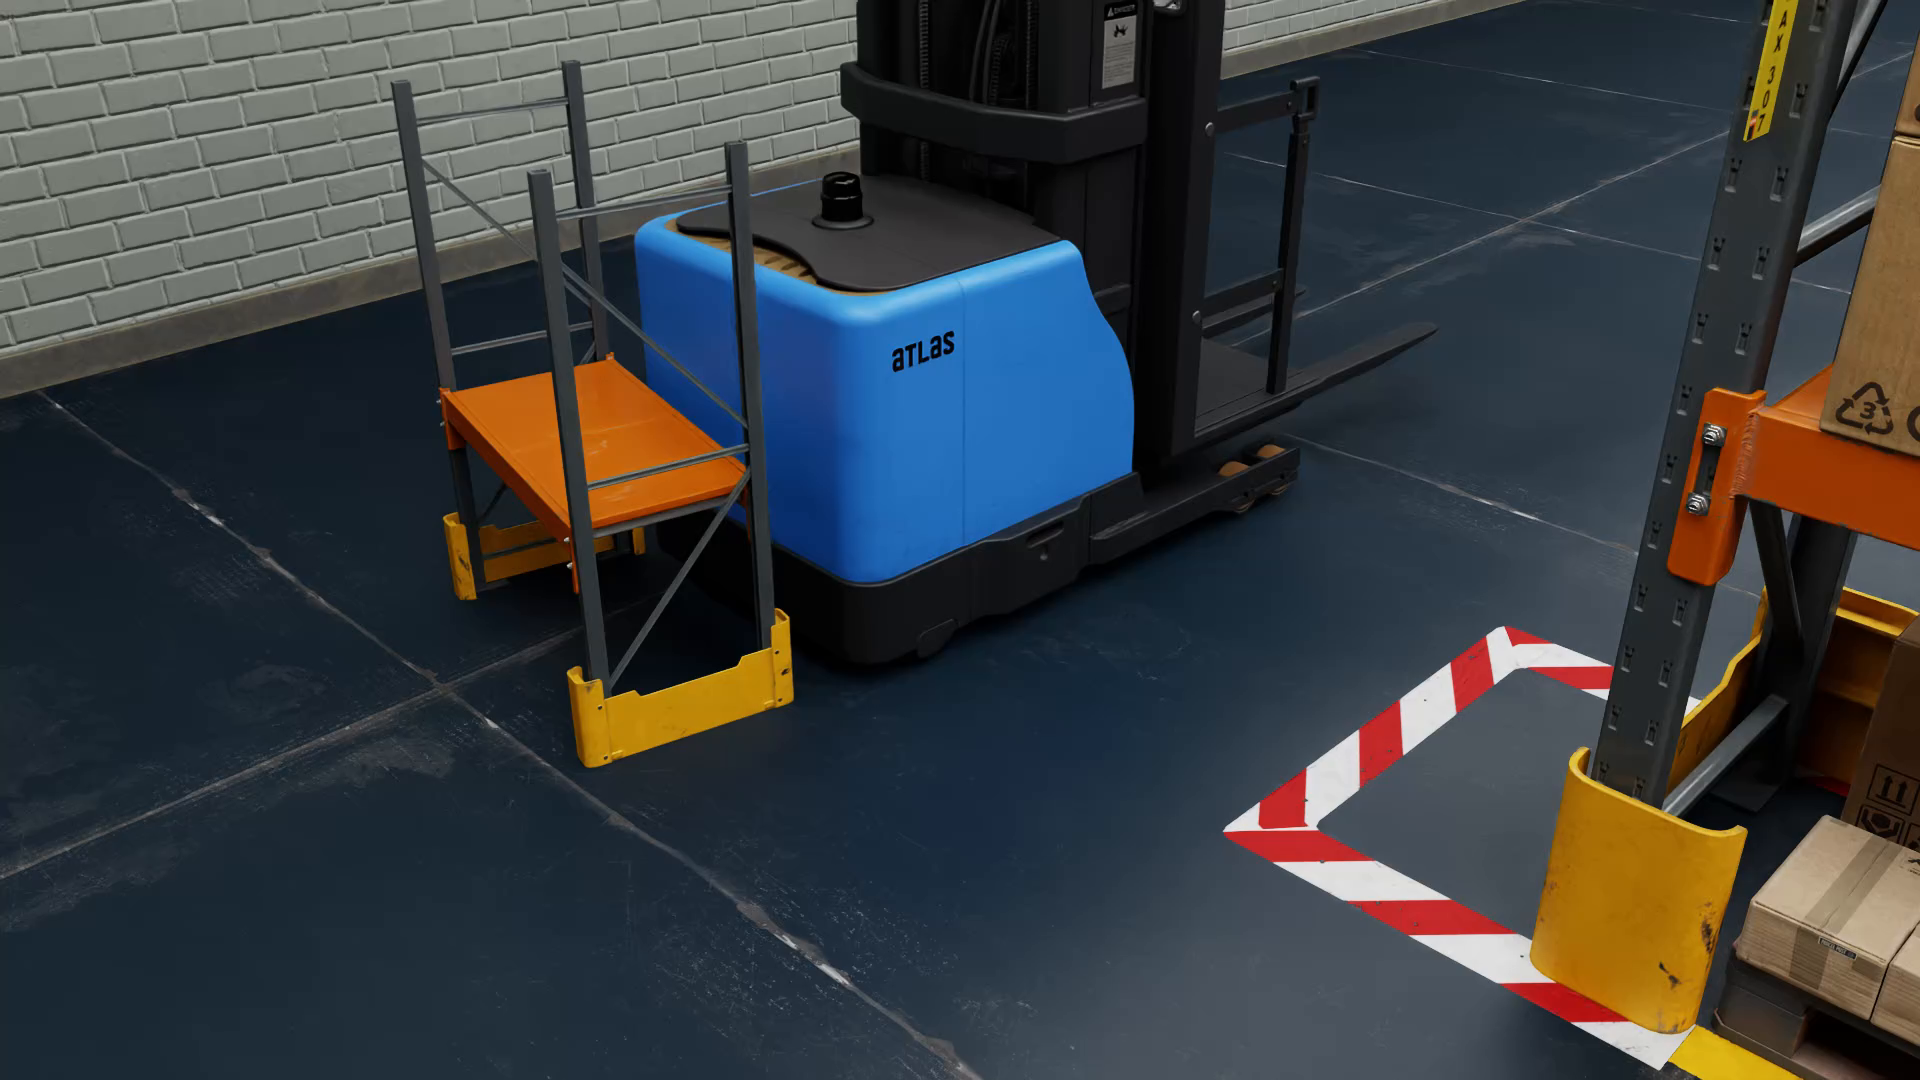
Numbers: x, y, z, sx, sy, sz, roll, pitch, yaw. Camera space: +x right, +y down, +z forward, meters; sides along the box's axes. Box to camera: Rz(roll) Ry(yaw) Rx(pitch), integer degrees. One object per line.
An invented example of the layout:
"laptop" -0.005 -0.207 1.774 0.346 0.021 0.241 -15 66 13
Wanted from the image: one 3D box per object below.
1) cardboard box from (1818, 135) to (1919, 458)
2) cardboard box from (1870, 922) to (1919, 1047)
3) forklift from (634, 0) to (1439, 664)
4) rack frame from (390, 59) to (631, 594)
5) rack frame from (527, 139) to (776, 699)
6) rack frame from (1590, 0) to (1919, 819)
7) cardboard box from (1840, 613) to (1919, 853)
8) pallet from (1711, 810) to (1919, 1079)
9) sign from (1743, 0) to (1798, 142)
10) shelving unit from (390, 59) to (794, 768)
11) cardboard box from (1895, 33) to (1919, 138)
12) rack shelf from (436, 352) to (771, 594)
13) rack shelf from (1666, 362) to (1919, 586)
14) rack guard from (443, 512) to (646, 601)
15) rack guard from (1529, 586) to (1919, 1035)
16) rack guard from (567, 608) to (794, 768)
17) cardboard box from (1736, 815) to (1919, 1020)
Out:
"cardboard box" 1.798 -0.404 2.688 0.500 0.500 0.500 -24 36 -38
"cardboard box" 1.903 0.799 3.078 0.250 0.166 0.380 25 36 38
"forklift" 0.491 -1.541 5.032 3.031 2.935 1.130 -24 36 -37
"rack frame" -1.243 -0.569 4.721 0.500 1.500 0.032 -17 32 -28
"rack frame" -0.695 -0.171 3.963 0.500 1.500 0.032 -17 32 -28
"rack frame" 1.667 -0.592 3.153 0.127 3.000 1.000 25 36 38
"cardboard box" 2.227 0.415 3.451 0.500 0.500 0.500 25 36 38
"pallet" 2.290 0.927 3.261 1.213 0.211 1.003 25 36 38
"sign" 1.286 -0.795 2.609 0.005 0.325 0.100 25 36 38
"shelving unit" -0.974 -0.374 4.349 0.587 1.500 1.083 -17 32 -28
"cardboard box" 1.798 -0.847 2.456 0.500 0.500 0.500 -24 36 -38
"rack shelf" -0.969 -0.211 4.426 0.538 0.185 1.000 -17 32 -28
"rack shelf" 3.093 0.379 2.080 4.000 0.370 1.077 25 36 38
"rack guard" -1.242 -0.016 5.011 0.587 0.250 0.087 -17 32 -28
"rack guard" 1.721 0.539 3.688 0.348 0.500 1.175 25 36 38
"rack guard" -0.706 0.375 4.268 0.587 0.250 0.087 -17 32 -28
"cardboard box" 1.724 0.726 3.238 0.250 0.149 0.380 25 36 38
